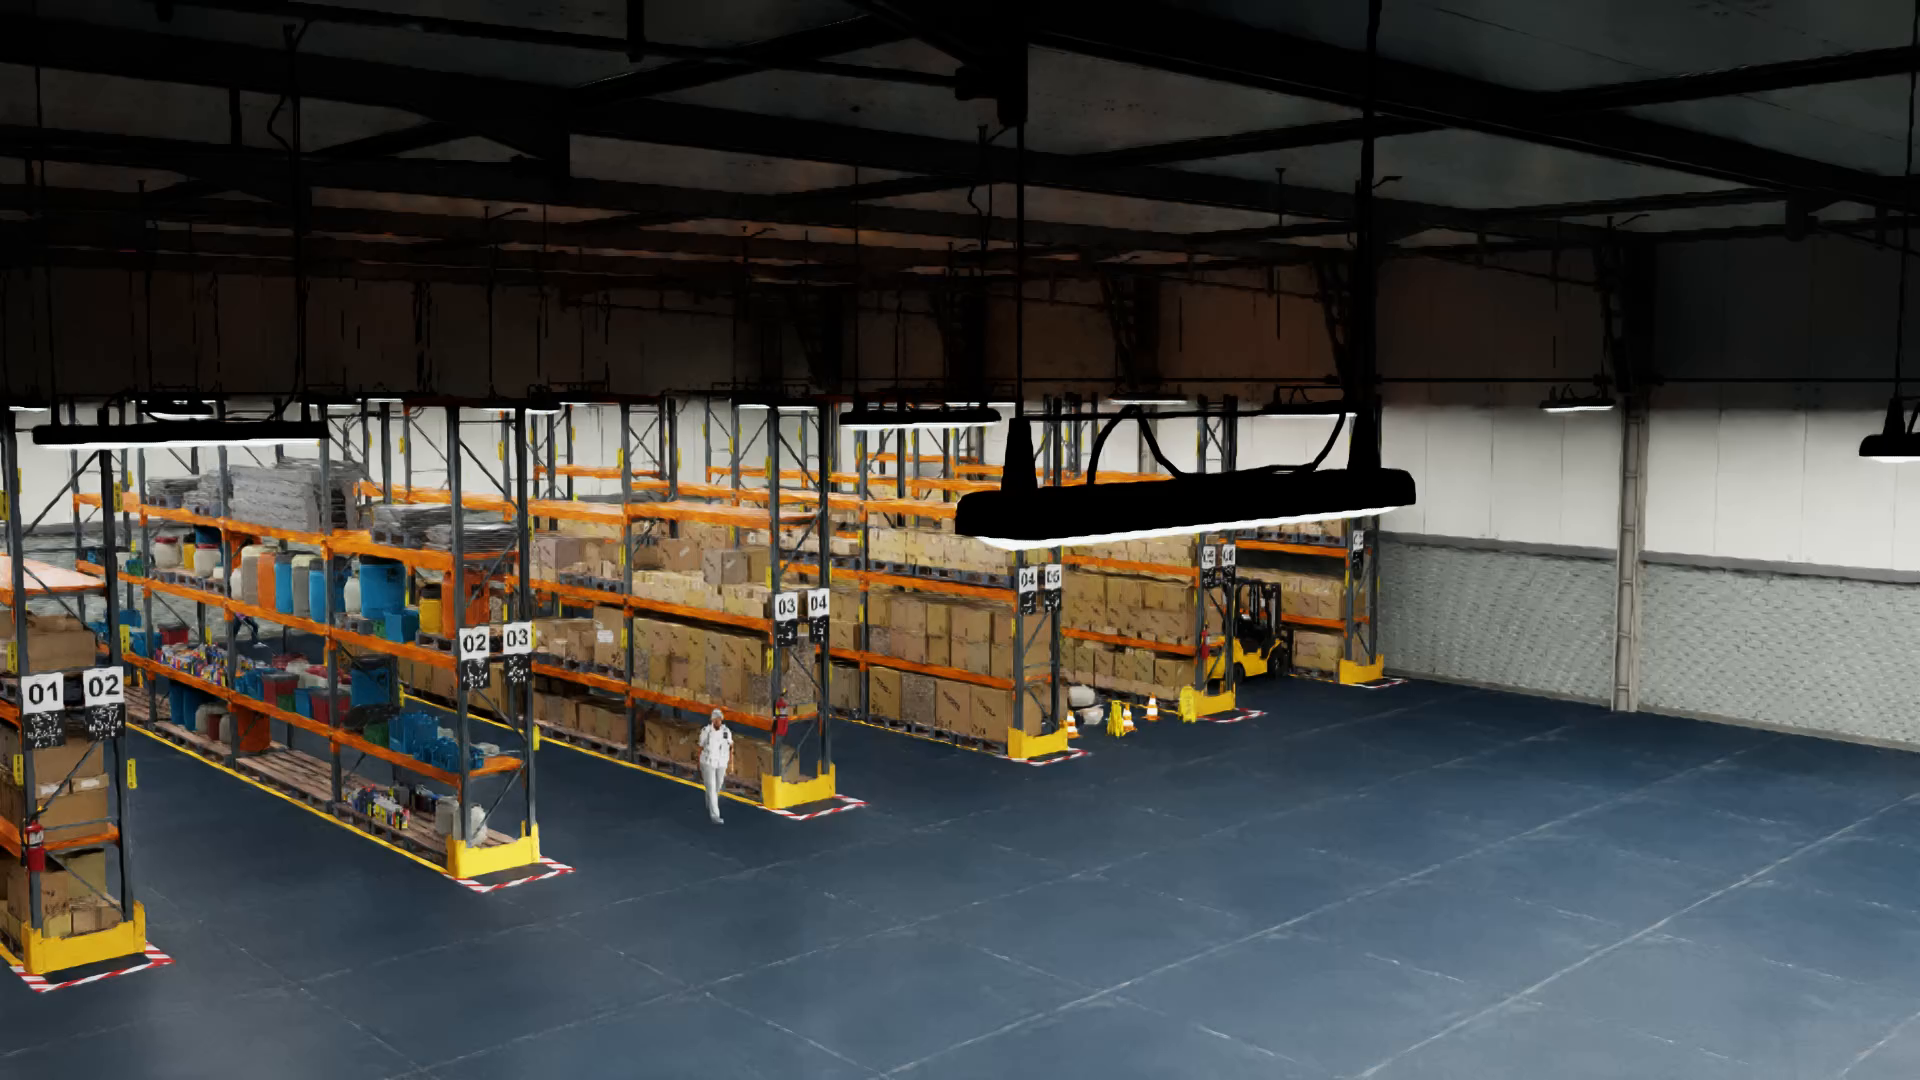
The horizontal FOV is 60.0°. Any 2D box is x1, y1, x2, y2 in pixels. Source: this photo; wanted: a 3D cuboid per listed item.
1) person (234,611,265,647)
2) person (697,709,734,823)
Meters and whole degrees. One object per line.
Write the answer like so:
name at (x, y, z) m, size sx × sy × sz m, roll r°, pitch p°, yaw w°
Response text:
person at (-16.822, 1.784, 39.078) m, size 0.755 × 1.533 × 0.572 m, roll 3°, pitch 6°, yaw 26°
person at (-3.504, 3.213, 23.933) m, size 0.478 × 1.589 × 1.004 m, roll -4°, pitch 7°, yaw -33°
